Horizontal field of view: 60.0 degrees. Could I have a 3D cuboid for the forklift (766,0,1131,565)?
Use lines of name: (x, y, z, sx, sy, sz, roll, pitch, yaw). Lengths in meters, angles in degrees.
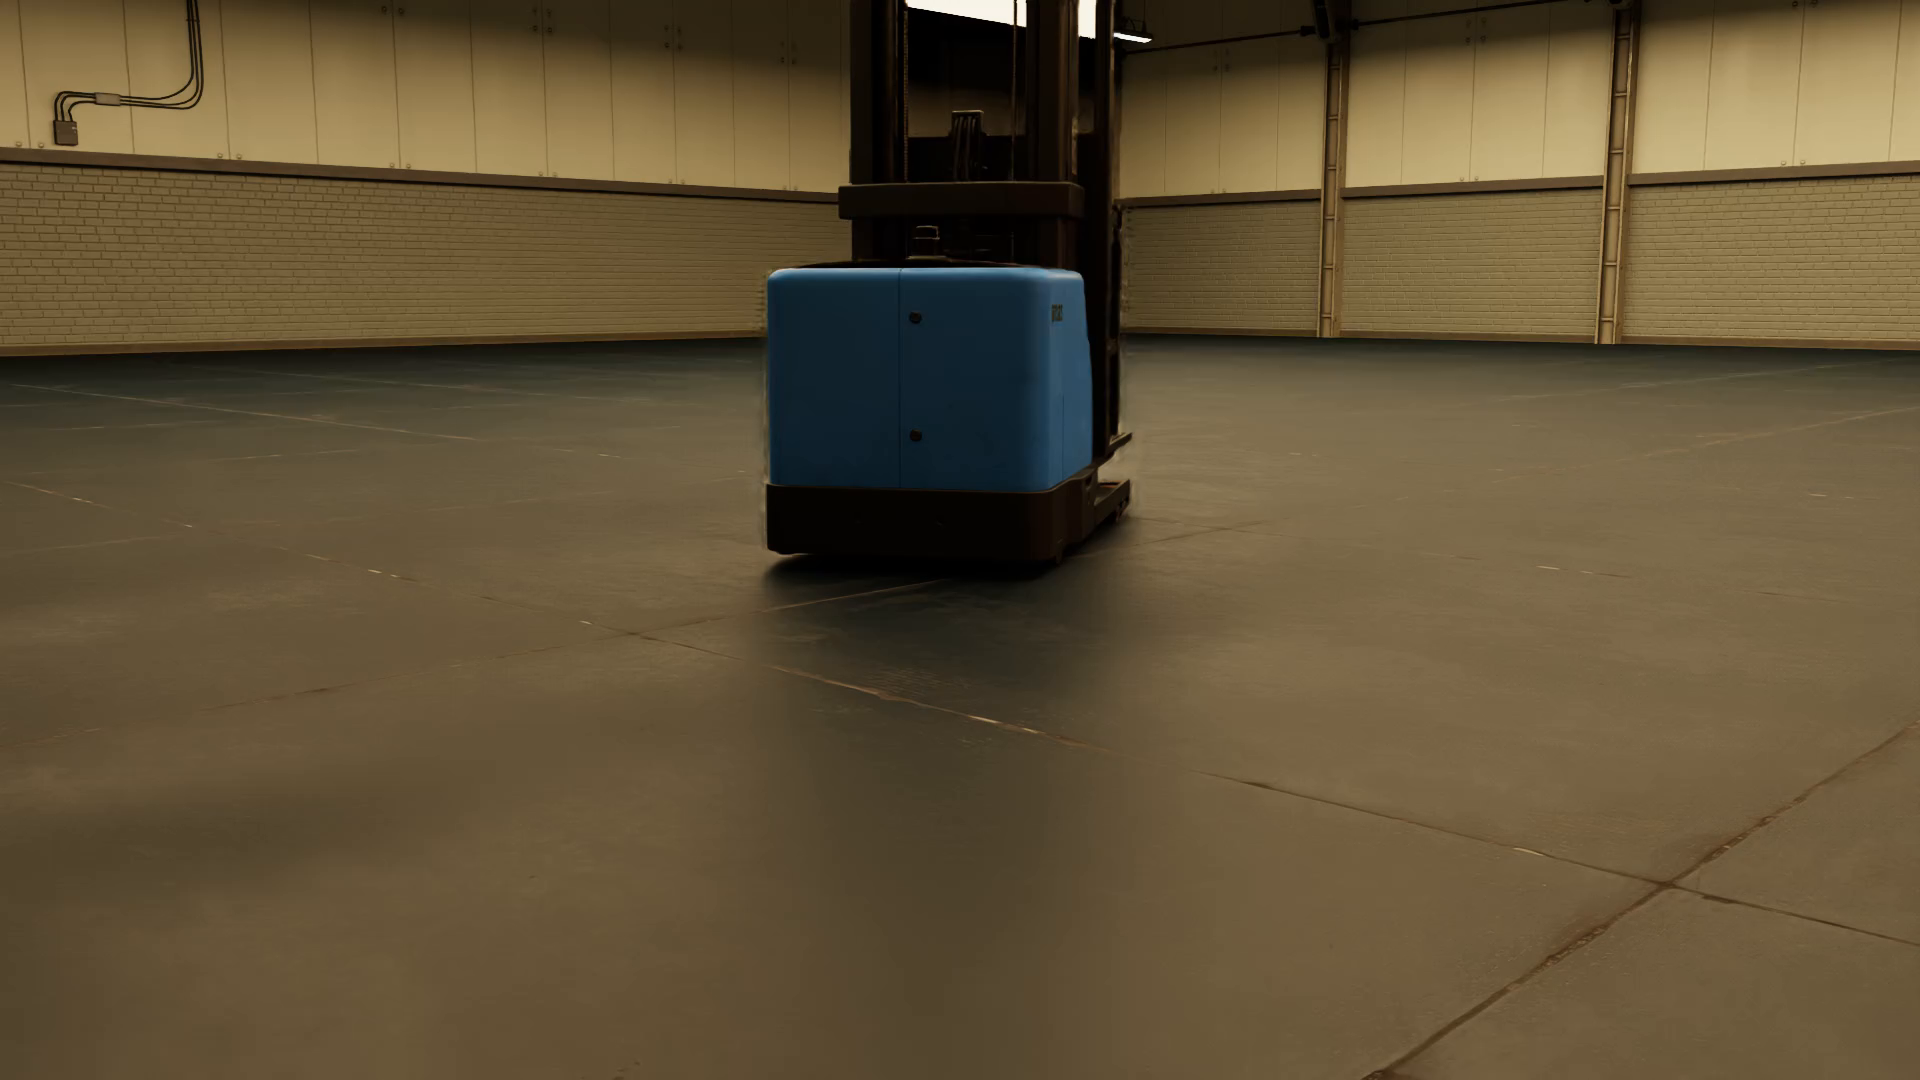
forklift: (0.142, -1.538, 7.086, 1.130, 2.935, 3.031, 2, 9, 13)
